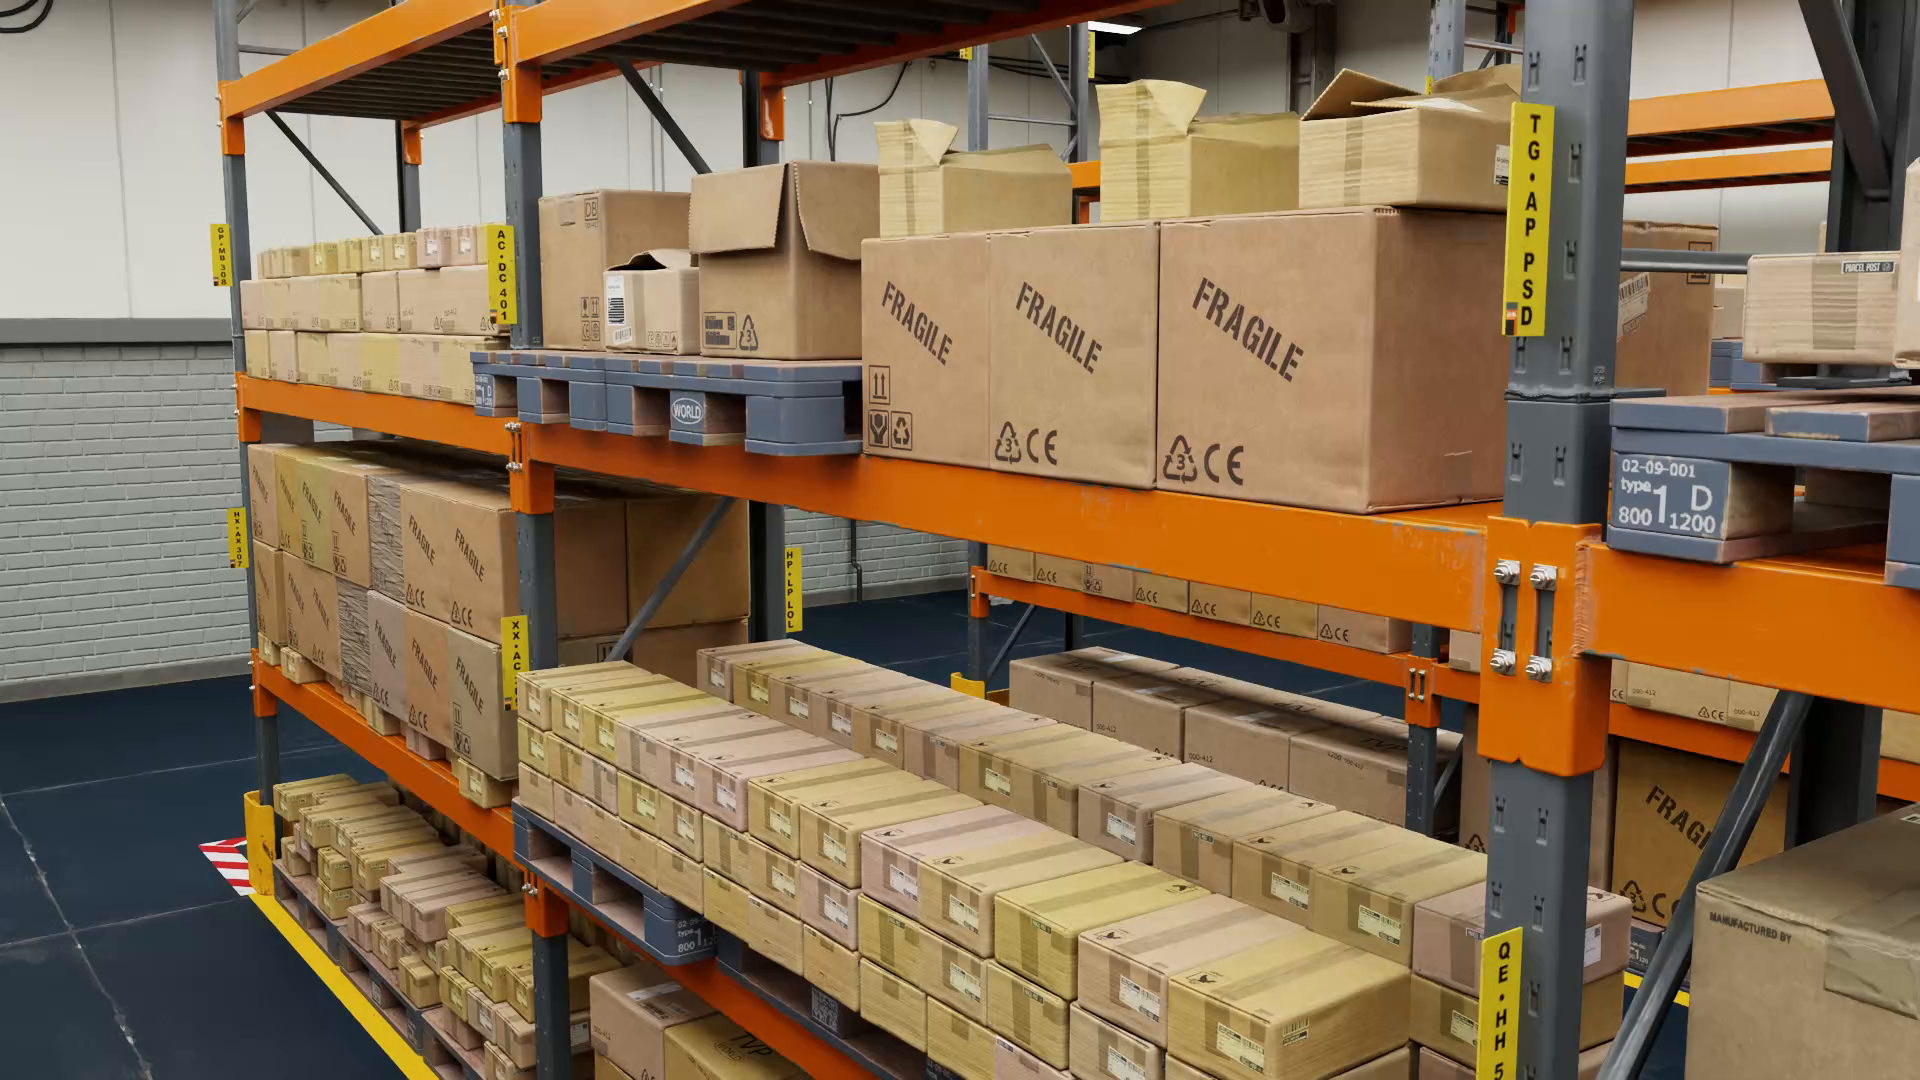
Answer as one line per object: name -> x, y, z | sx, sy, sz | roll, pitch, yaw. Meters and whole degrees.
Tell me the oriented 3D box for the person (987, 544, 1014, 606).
person -> 0.352, -0.183, 18.071 | 0.361, 1.763, 0.565 | -5, 9, -35
